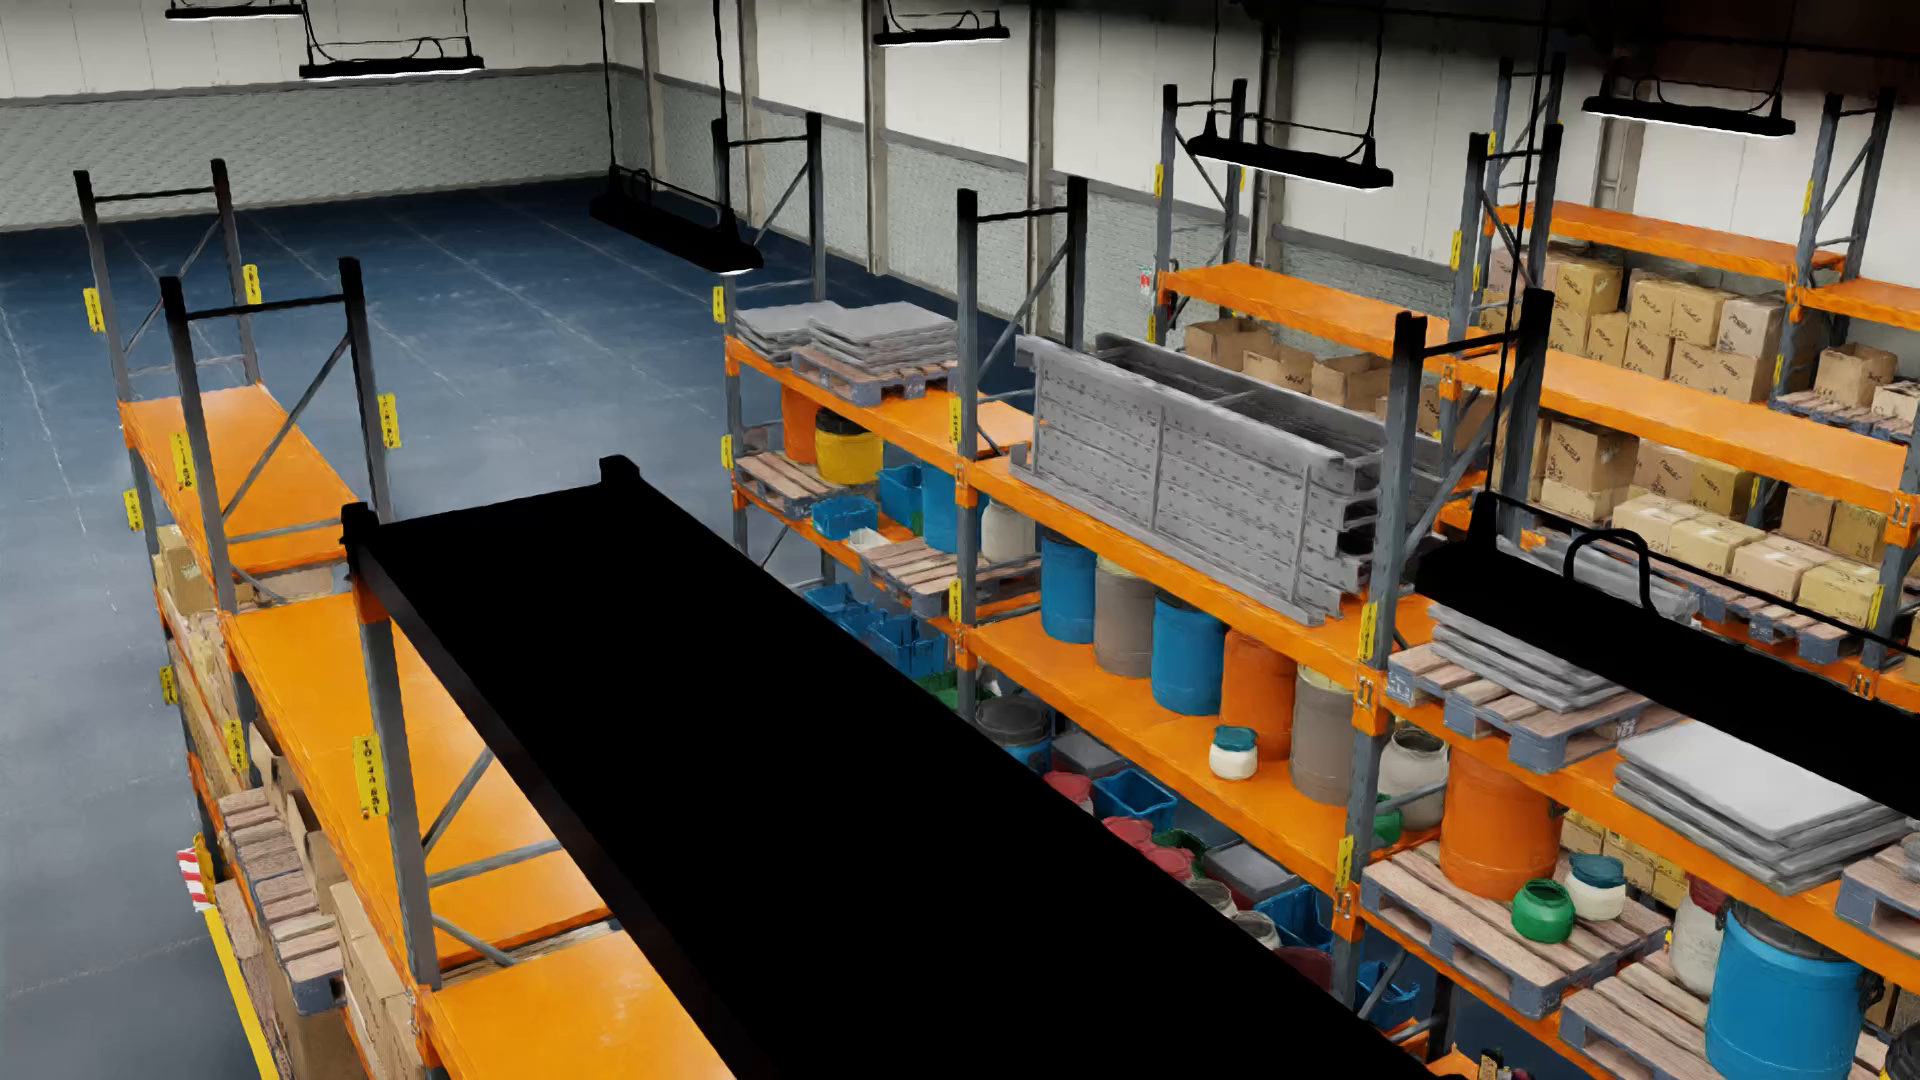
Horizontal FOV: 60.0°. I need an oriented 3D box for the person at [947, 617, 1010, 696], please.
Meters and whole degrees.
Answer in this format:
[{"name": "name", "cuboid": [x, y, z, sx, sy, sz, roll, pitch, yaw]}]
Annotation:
[{"name": "person", "cuboid": [0.185, 1.100, 16.370, 0.682, 1.711, 0.542, -14, 26, -31]}]
